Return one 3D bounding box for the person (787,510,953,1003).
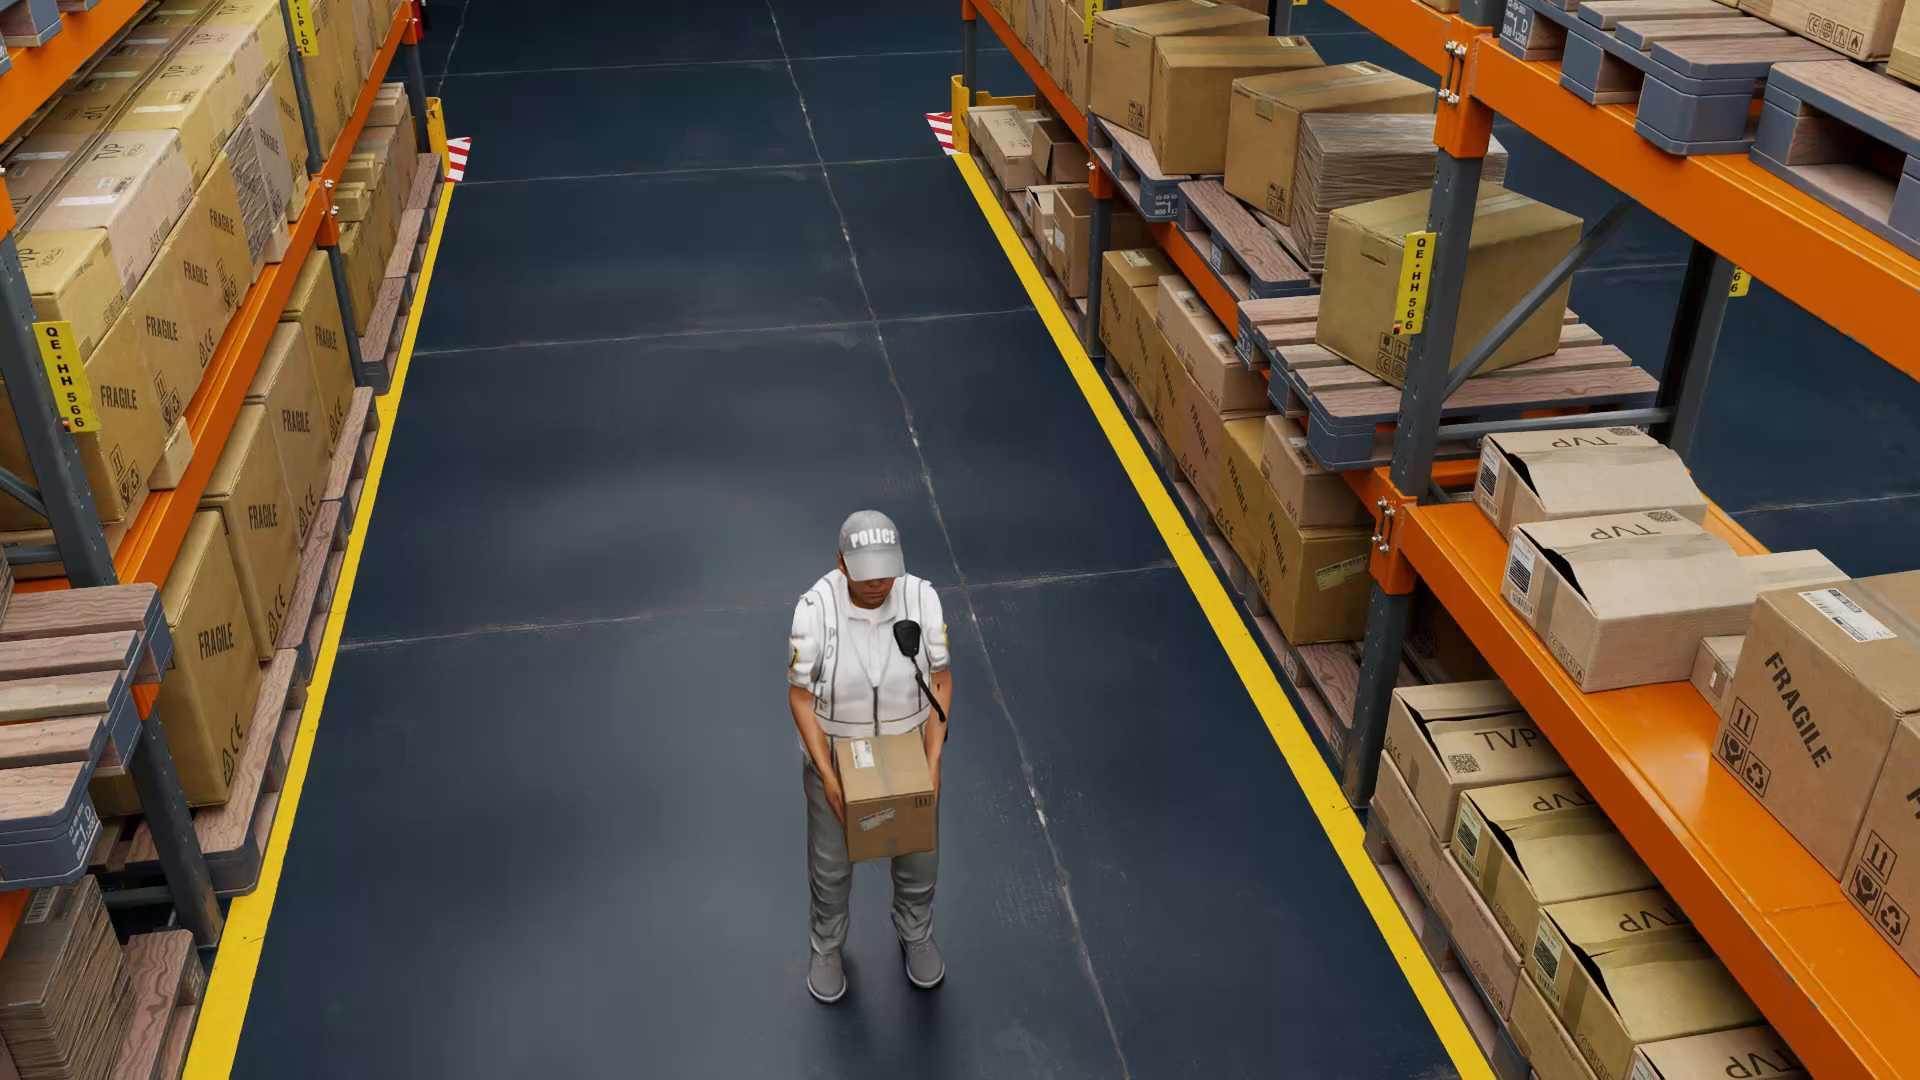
[{"bbox_3d":[-0.258,0.667,5.006,0.493,1.671,0.490,-6,31,-9],"label":"person"}]
